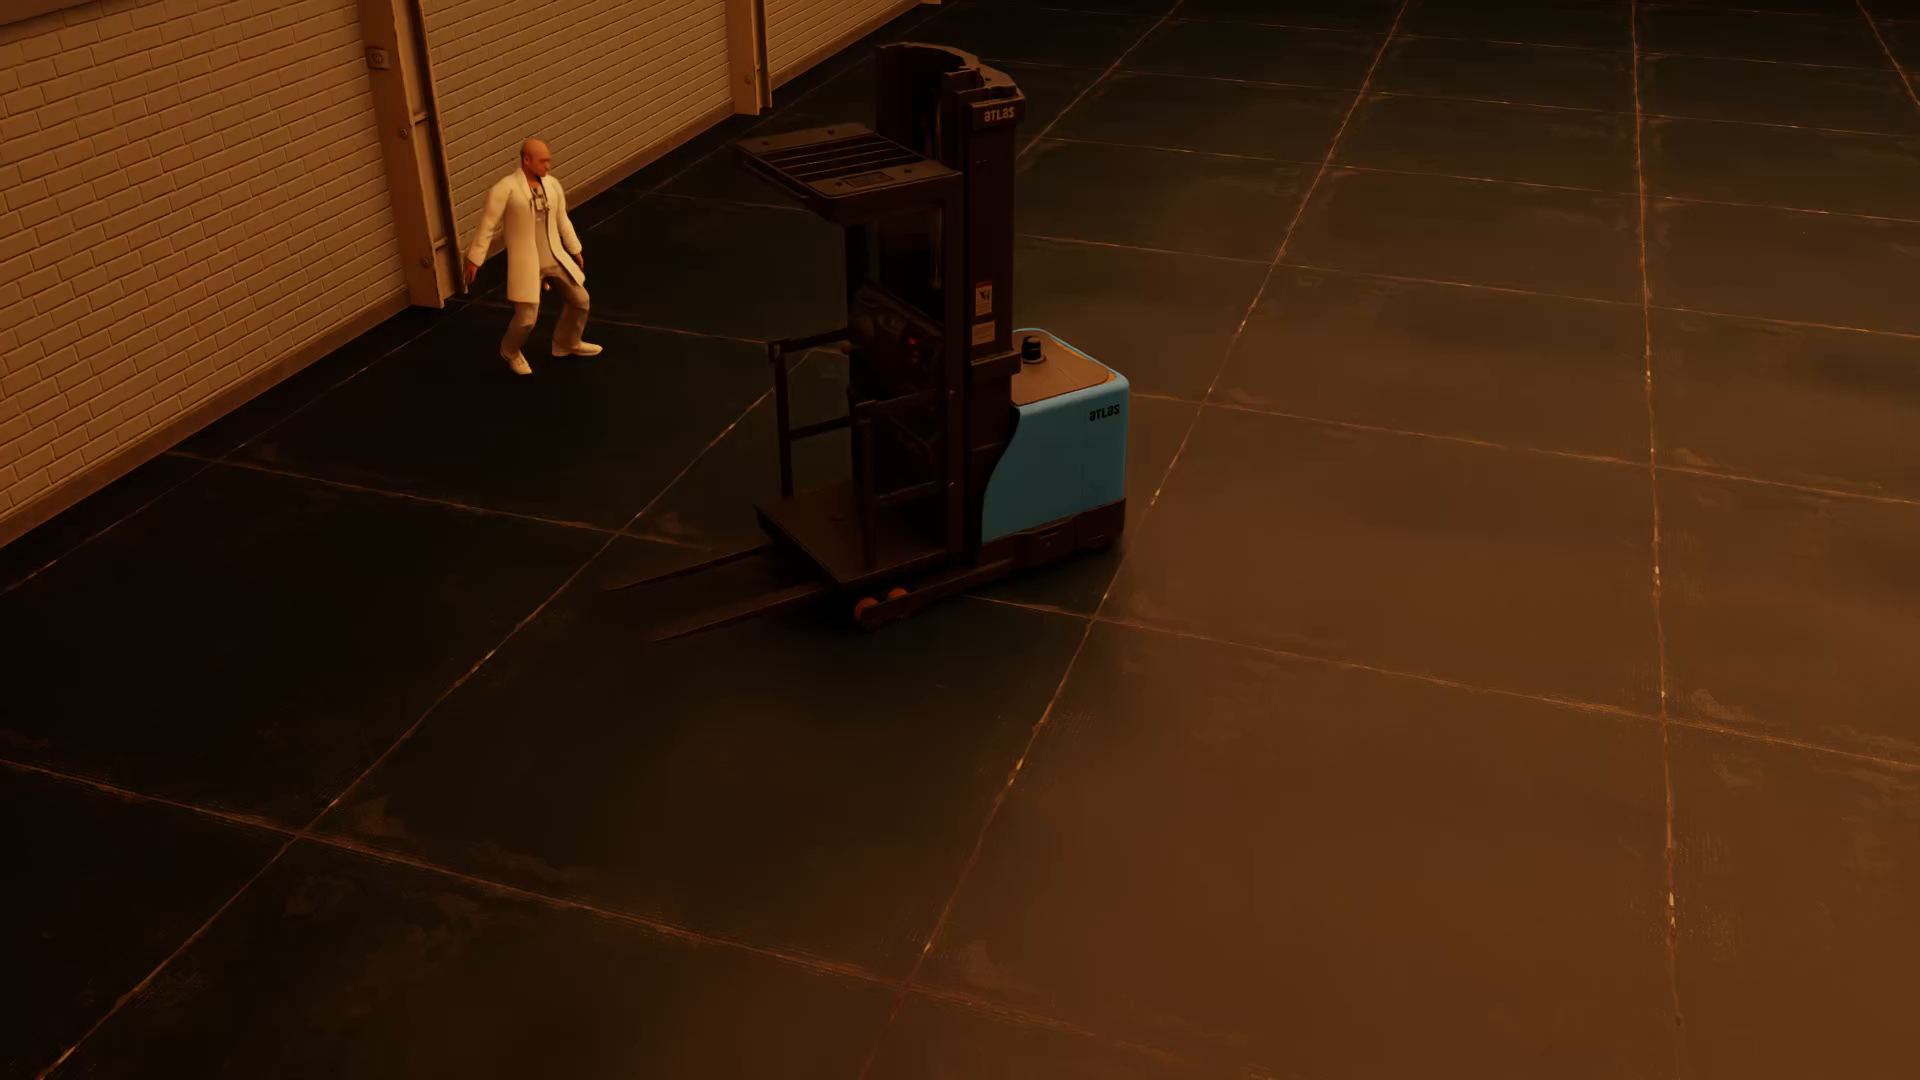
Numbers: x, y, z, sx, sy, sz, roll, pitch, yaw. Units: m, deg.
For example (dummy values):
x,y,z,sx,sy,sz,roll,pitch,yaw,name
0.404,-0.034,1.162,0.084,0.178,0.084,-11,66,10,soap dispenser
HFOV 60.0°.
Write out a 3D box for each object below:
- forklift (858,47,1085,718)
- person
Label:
x,y,z,sx,sy,sz,roll,pitch,yaw,name
0.035,-0.972,8.842,1.130,2.935,3.031,-2,30,-3,forklift
-3.180,-2.085,11.964,0.433,1.777,0.726,22,36,33,person
